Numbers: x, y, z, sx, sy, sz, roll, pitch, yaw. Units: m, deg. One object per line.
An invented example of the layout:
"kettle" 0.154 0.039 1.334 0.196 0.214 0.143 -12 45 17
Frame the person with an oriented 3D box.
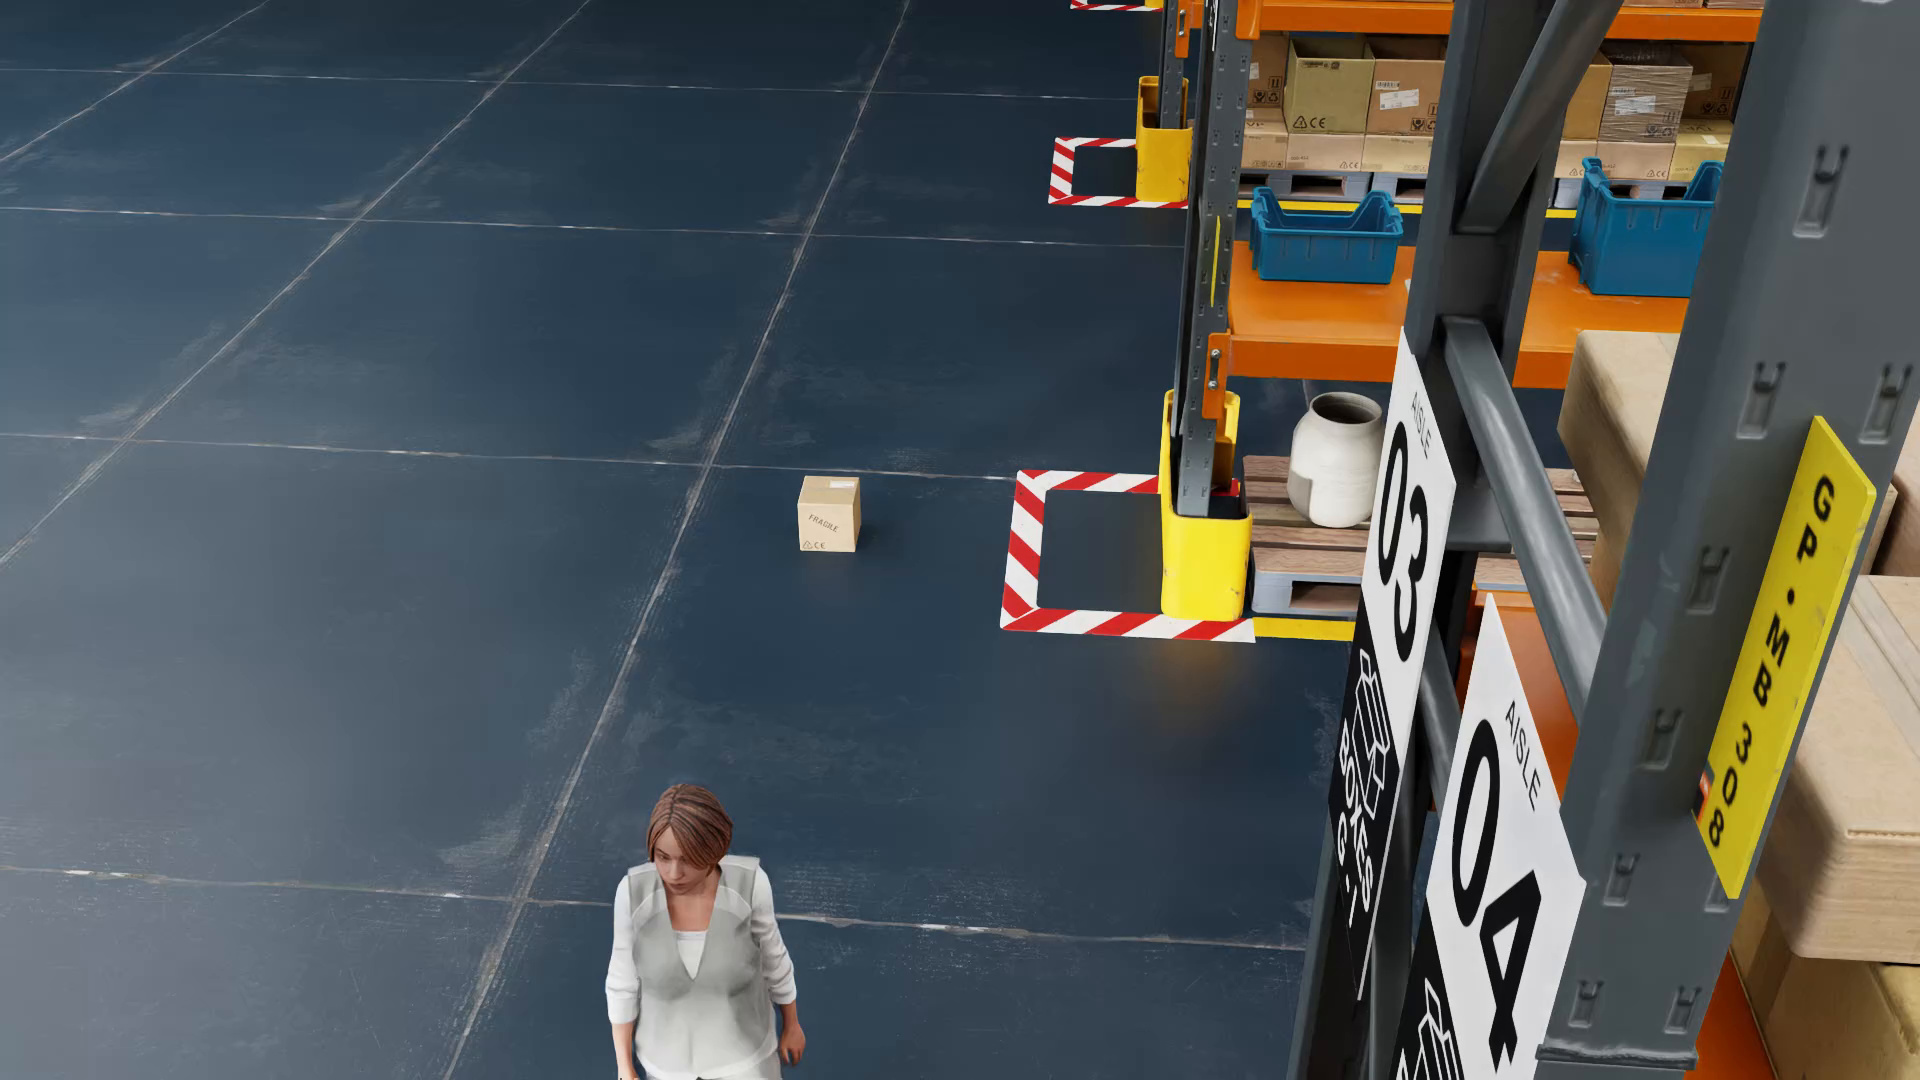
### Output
"person" -0.619 1.286 4.105 0.456 1.602 0.466 0 32 0
